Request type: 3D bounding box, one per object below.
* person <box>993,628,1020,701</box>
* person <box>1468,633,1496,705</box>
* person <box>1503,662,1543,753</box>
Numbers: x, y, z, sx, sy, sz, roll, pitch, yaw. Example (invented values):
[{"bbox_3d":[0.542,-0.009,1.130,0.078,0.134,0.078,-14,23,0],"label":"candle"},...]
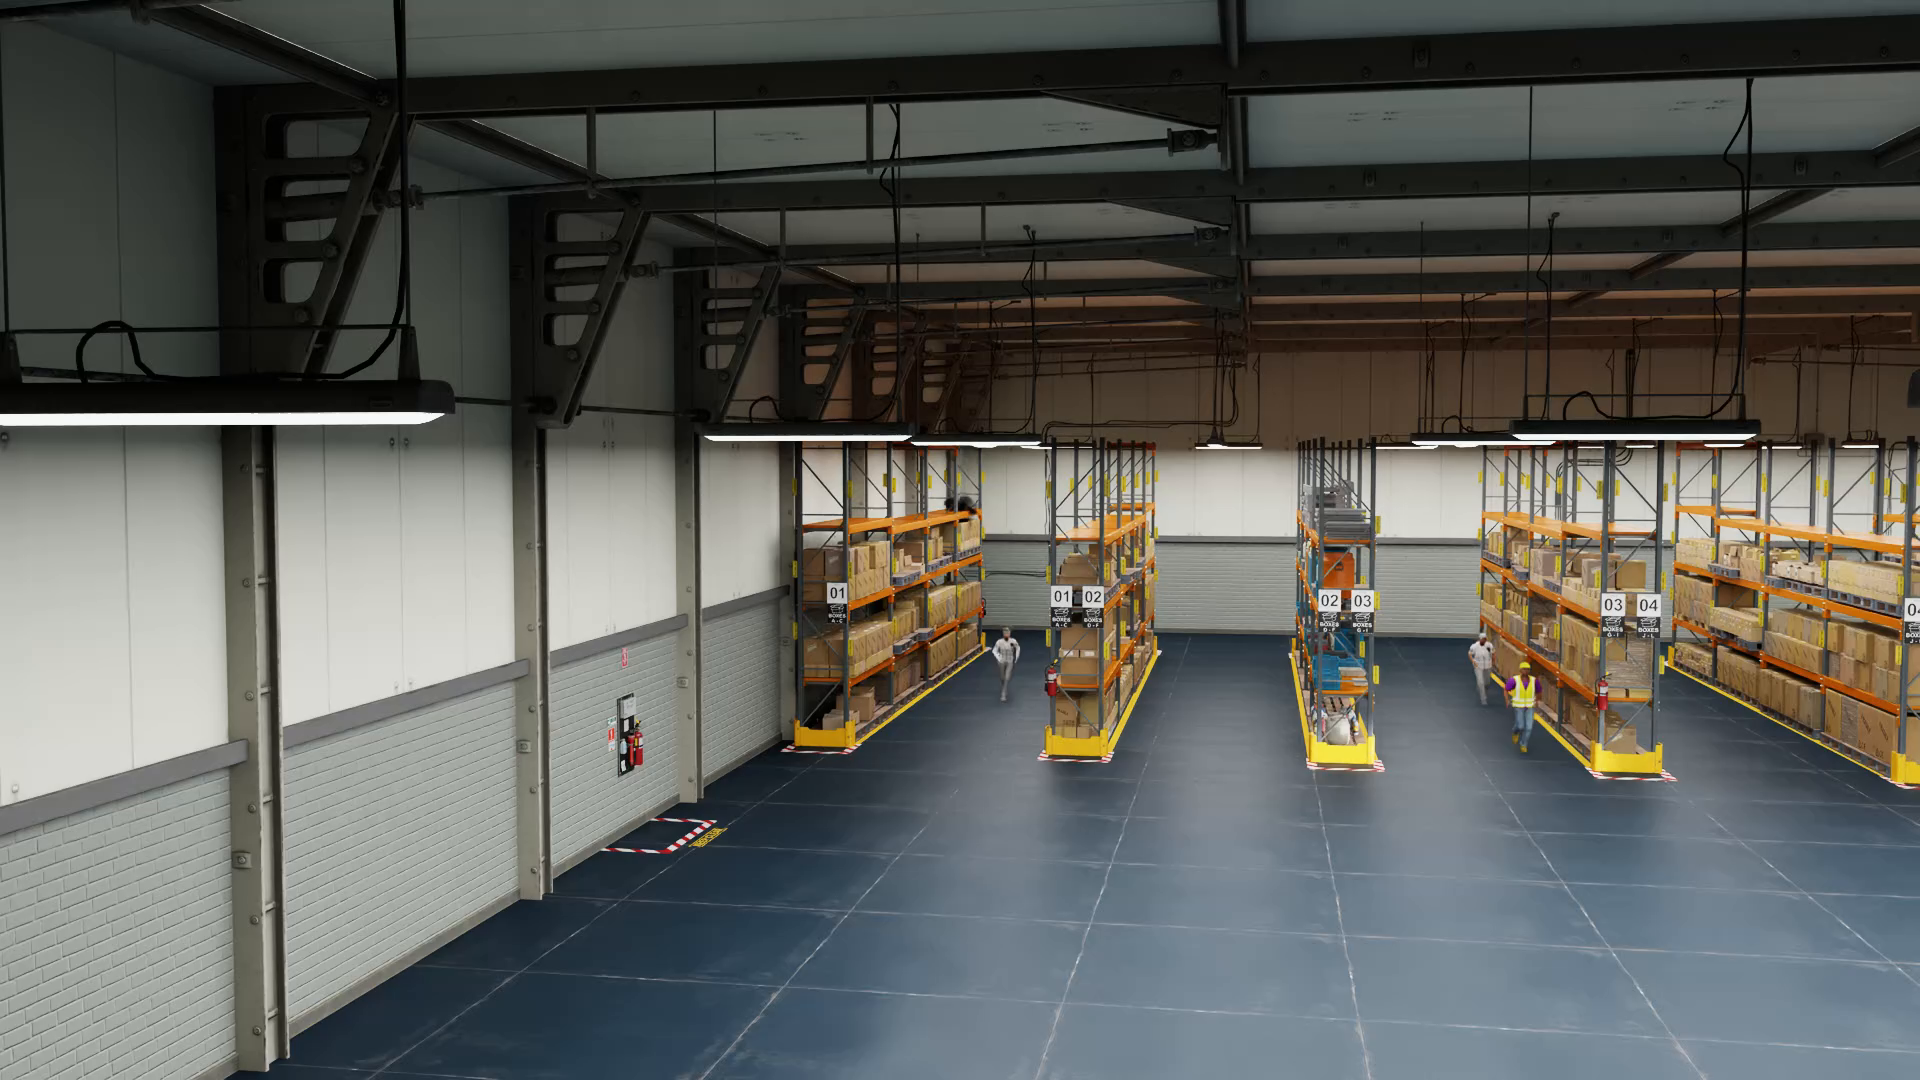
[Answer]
[{"bbox_3d":[1.079,2.861,38.650,0.641,1.672,0.858,0,3,3],"label":"person"},{"bbox_3d":[11.923,2.934,38.014,0.621,1.644,0.781,0,3,4],"label":"person"},{"bbox_3d":[10.786,3.191,31.809,0.716,1.720,0.591,0,3,7],"label":"person"}]
